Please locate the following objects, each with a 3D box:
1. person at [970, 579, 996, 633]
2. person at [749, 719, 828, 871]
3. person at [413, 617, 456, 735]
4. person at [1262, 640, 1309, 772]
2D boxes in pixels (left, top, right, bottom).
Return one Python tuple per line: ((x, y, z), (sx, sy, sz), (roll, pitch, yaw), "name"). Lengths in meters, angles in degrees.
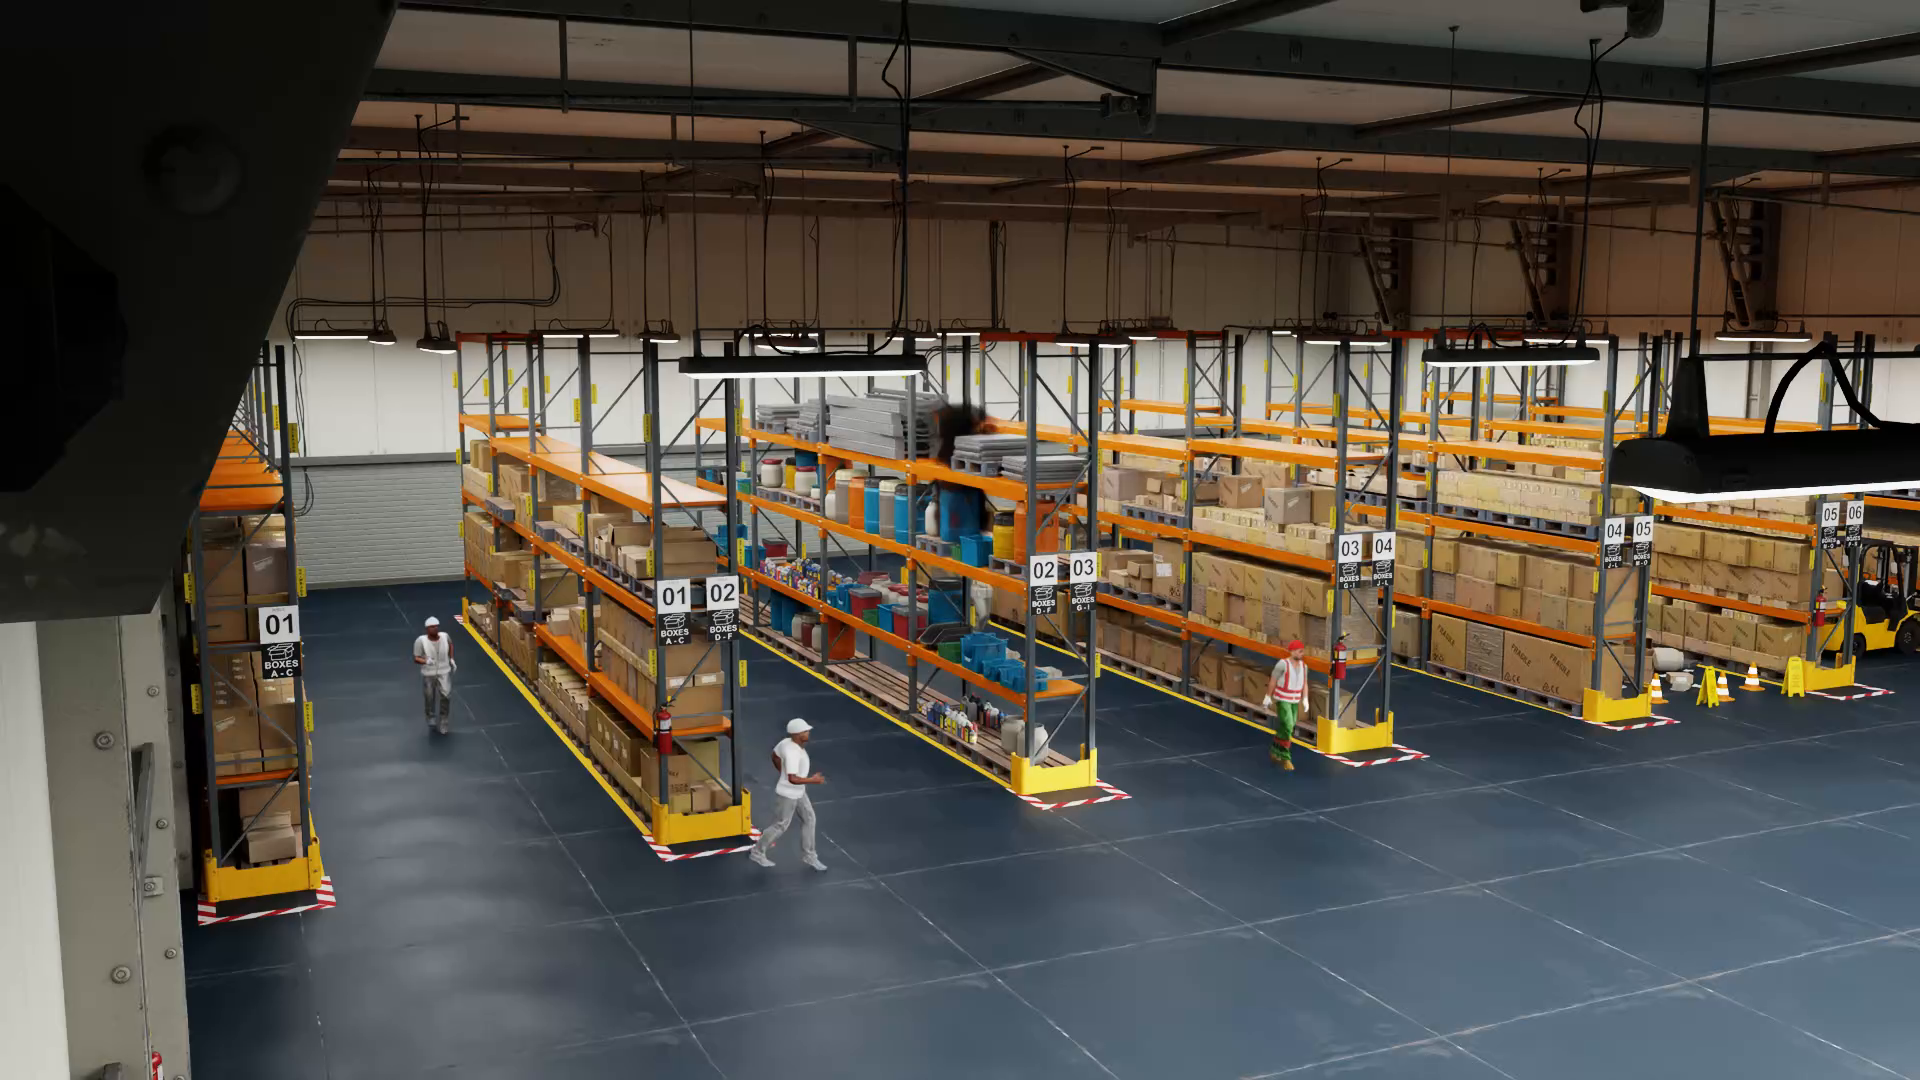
((0.452, 1.118, 32.302), (0.633, 1.815, 0.727), (-4, 9, -30), "person")
((-1.948, 2.922, 18.954), (0.919, 1.805, 0.621), (1, 8, 5), "person")
((-7.953, 2.059, 25.234), (0.647, 1.813, 0.829), (-4, 8, -25), "person")
((4.661, 2.306, 23.473), (0.605, 1.802, 0.641), (-4, 9, -28), "person")
